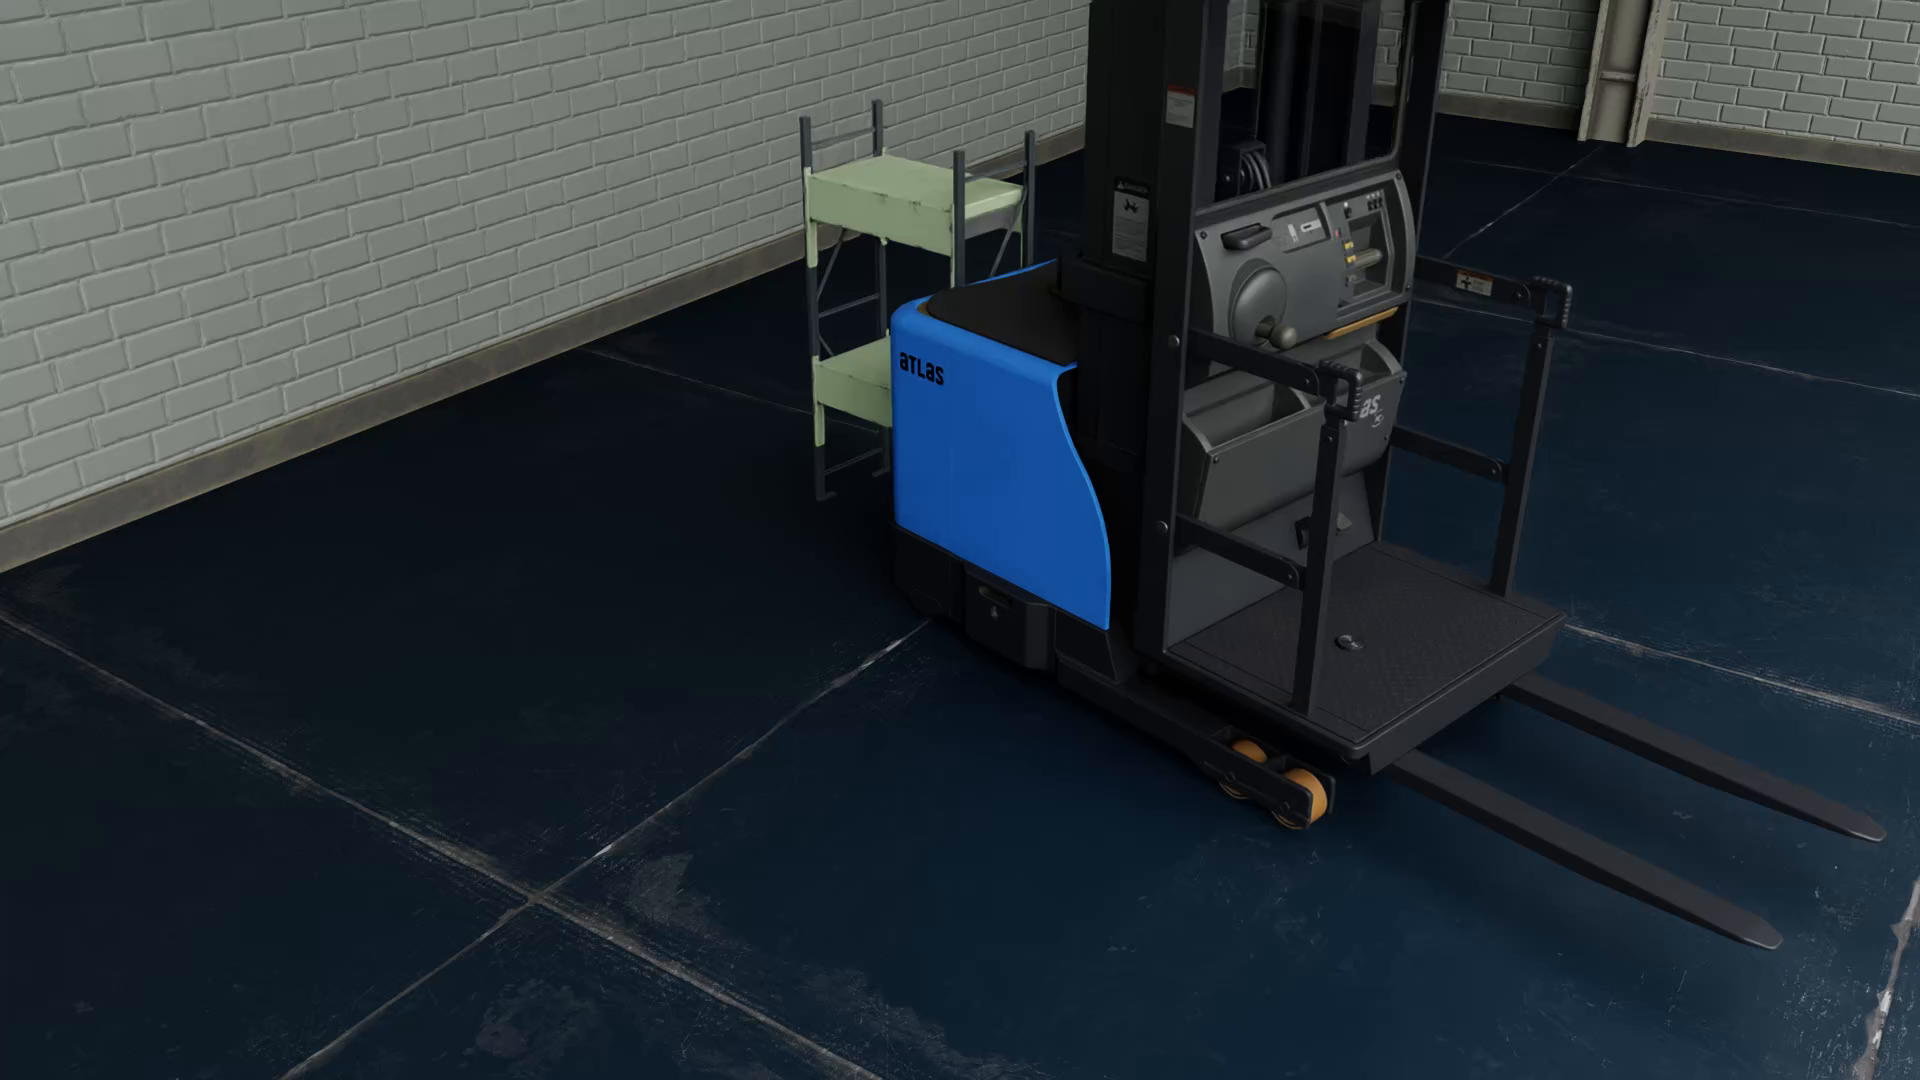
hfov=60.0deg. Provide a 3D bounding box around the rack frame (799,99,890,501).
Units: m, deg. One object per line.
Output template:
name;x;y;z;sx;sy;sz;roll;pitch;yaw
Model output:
rack frame;-0.427;-0.891;6.347;0.023;1.500;0.400;22;34;36

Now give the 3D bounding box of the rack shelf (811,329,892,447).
rack shelf;-0.154;-0.490;6.277;0.720;0.370;0.431;22;34;36

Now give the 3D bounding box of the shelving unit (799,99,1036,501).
shelving unit;-0.154;-0.780;6.130;0.755;1.500;0.431;22;34;36

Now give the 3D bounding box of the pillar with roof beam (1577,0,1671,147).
pillar with roof beam;2.209;-5.261;6.666;0.400;9.000;9.100;17;32;30

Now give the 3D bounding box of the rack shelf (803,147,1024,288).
rack shelf;-0.154;-1.128;5.953;0.720;0.370;0.431;22;34;36

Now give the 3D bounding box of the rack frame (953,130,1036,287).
rack frame;0.119;-0.670;5.912;0.023;1.500;0.400;22;34;36

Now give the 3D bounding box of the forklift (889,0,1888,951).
forklift;1.122;-0.759;4.511;1.130;2.935;3.031;-23;35;-37
